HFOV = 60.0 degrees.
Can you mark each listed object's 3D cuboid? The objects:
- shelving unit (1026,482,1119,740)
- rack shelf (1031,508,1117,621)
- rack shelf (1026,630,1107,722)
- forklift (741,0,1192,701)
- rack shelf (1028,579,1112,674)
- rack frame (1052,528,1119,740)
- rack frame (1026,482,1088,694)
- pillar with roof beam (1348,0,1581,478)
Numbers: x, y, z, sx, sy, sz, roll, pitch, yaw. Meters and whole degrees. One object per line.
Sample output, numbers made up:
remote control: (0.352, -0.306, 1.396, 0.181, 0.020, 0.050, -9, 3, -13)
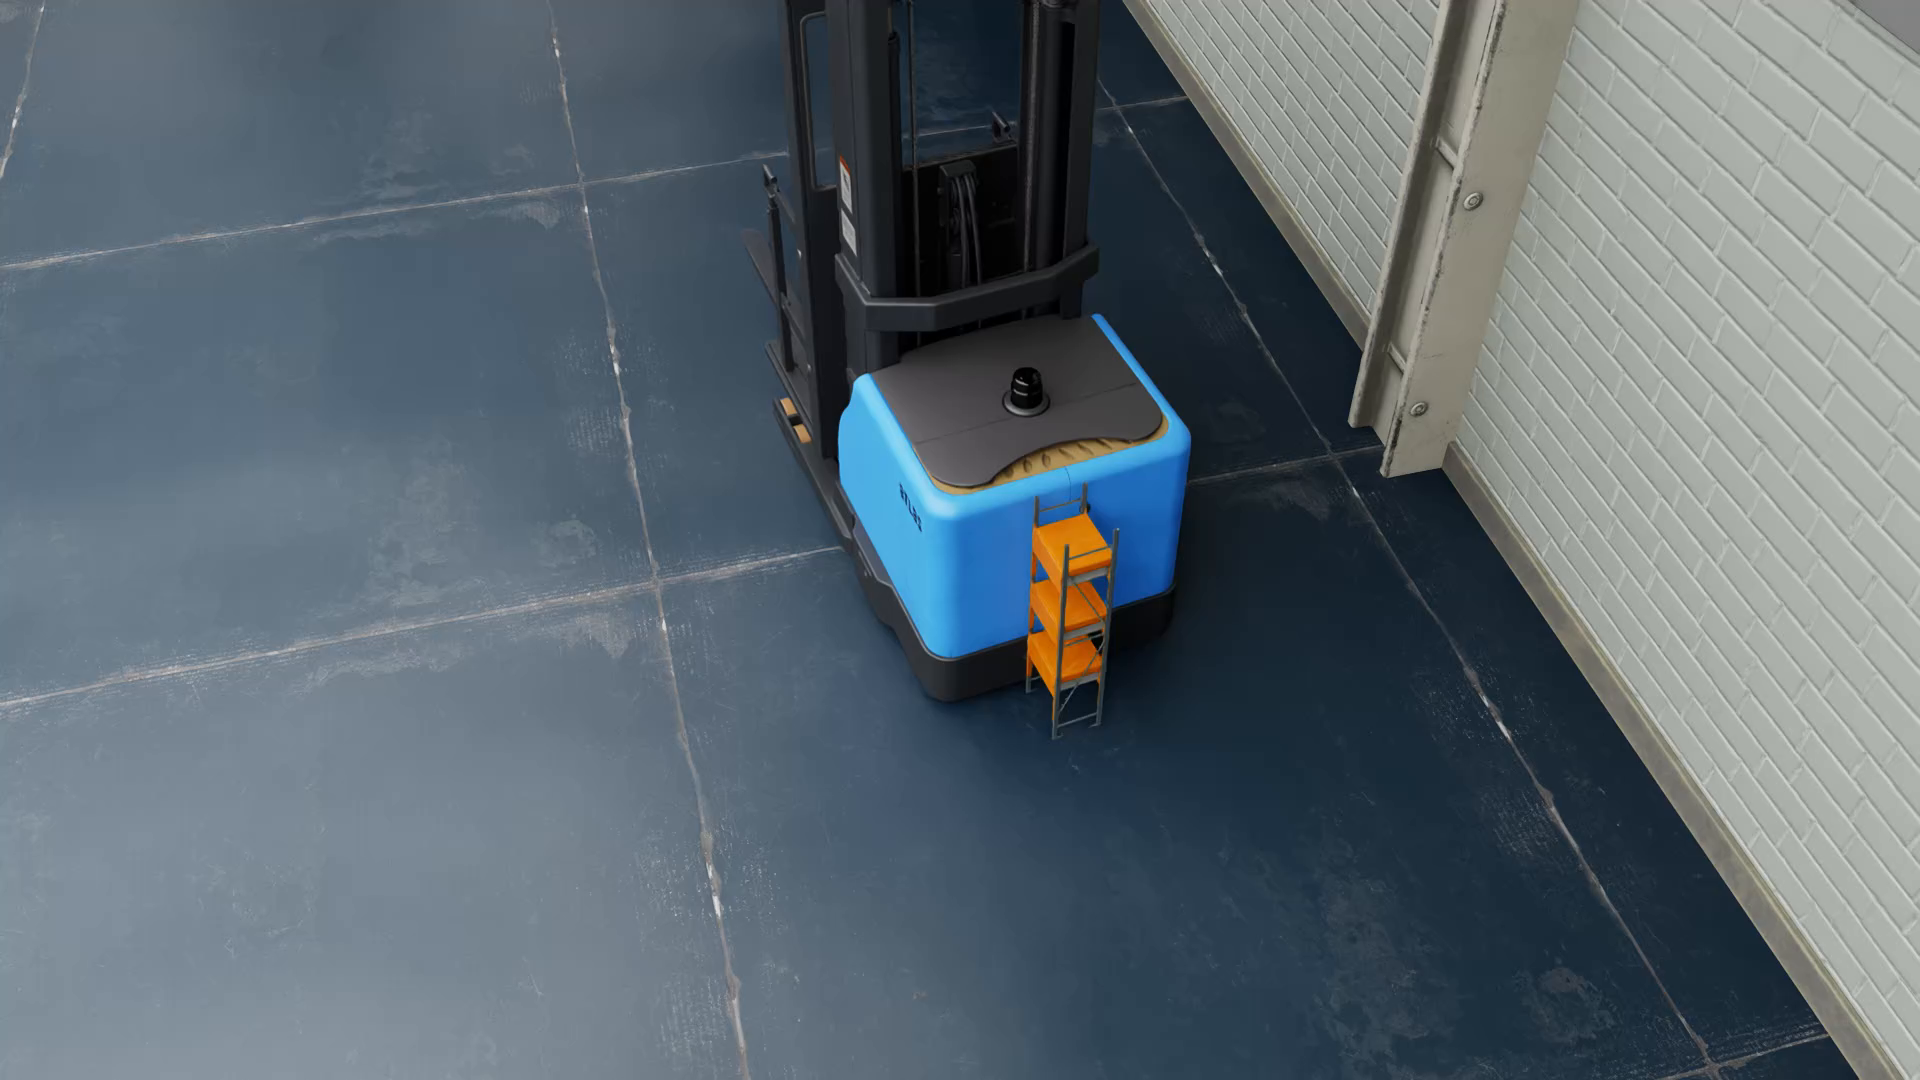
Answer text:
shelving unit: (0.393, 0.277, 5.994, 0.215, 1.050, 0.252, -16, 48, -15)
rack shelf: (0.393, 0.086, 5.799, 0.215, 0.259, 0.240, -16, 48, -15)
rack shelf: (0.393, 0.479, 6.200, 0.215, 0.259, 0.240, -16, 48, -15)
forklift: (-0.189, -1.483, 6.401, 1.130, 2.935, 3.031, -16, 48, -15)
rack shelf: (0.393, 0.285, 6.001, 0.215, 0.259, 0.240, -16, 48, -15)
rack frame: (0.440, 0.358, 5.915, 0.200, 1.050, 0.008, -16, 48, -15)
rack frame: (0.347, 0.197, 6.073, 0.200, 1.050, 0.008, -16, 48, -15)
pillar with roof beam: (-2.208, -2.798, 3.443, 9.100, 9.000, 0.400, -11, 47, -10)
